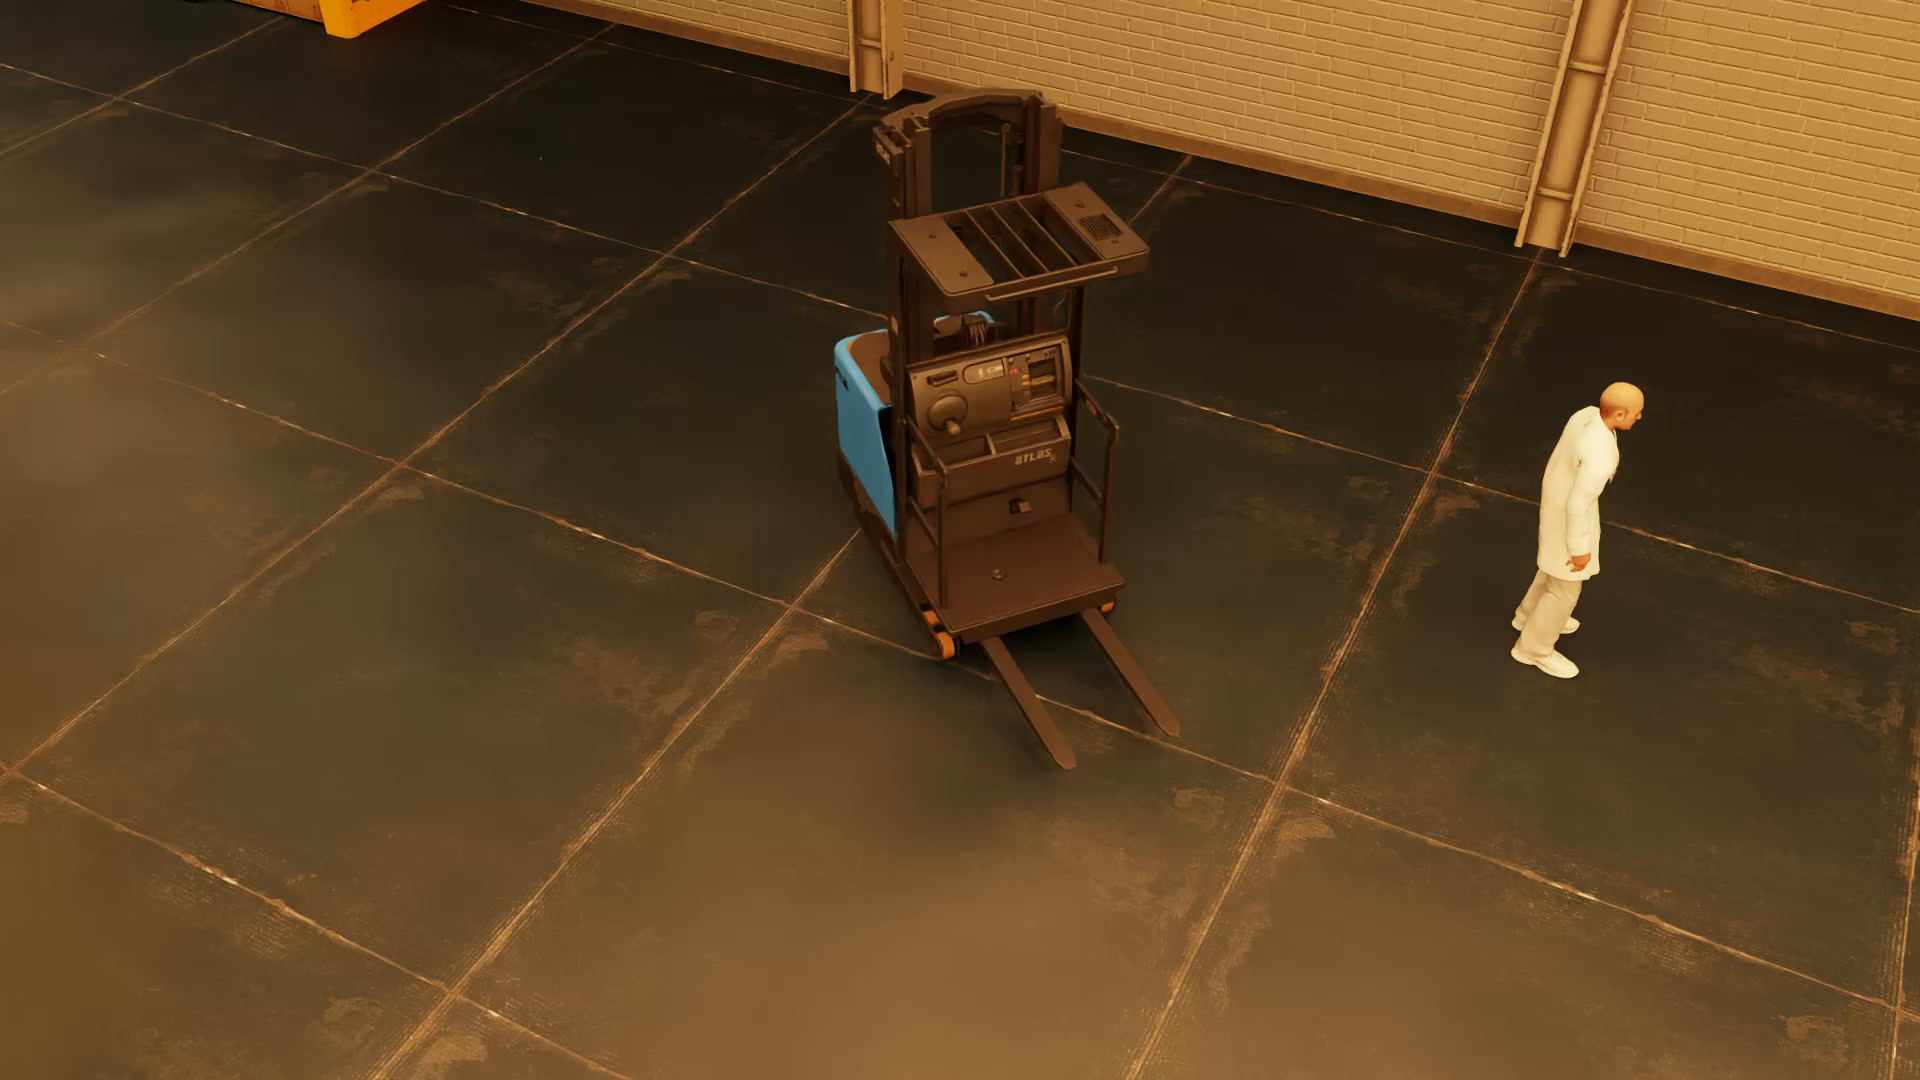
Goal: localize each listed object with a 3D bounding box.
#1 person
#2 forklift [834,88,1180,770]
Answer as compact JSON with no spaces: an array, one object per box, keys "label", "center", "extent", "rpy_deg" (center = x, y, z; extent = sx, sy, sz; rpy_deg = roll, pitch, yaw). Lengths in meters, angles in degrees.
[{"label":"person","center":[3.334,-0.099,9.003],"extent":[0.436,1.772,0.644],"rpy_deg":[9,41,11]},{"label":"forklift","center":[0.260,-0.755,8.883],"extent":[1.130,2.935,3.031],"rpy_deg":[-15,42,-17]}]
